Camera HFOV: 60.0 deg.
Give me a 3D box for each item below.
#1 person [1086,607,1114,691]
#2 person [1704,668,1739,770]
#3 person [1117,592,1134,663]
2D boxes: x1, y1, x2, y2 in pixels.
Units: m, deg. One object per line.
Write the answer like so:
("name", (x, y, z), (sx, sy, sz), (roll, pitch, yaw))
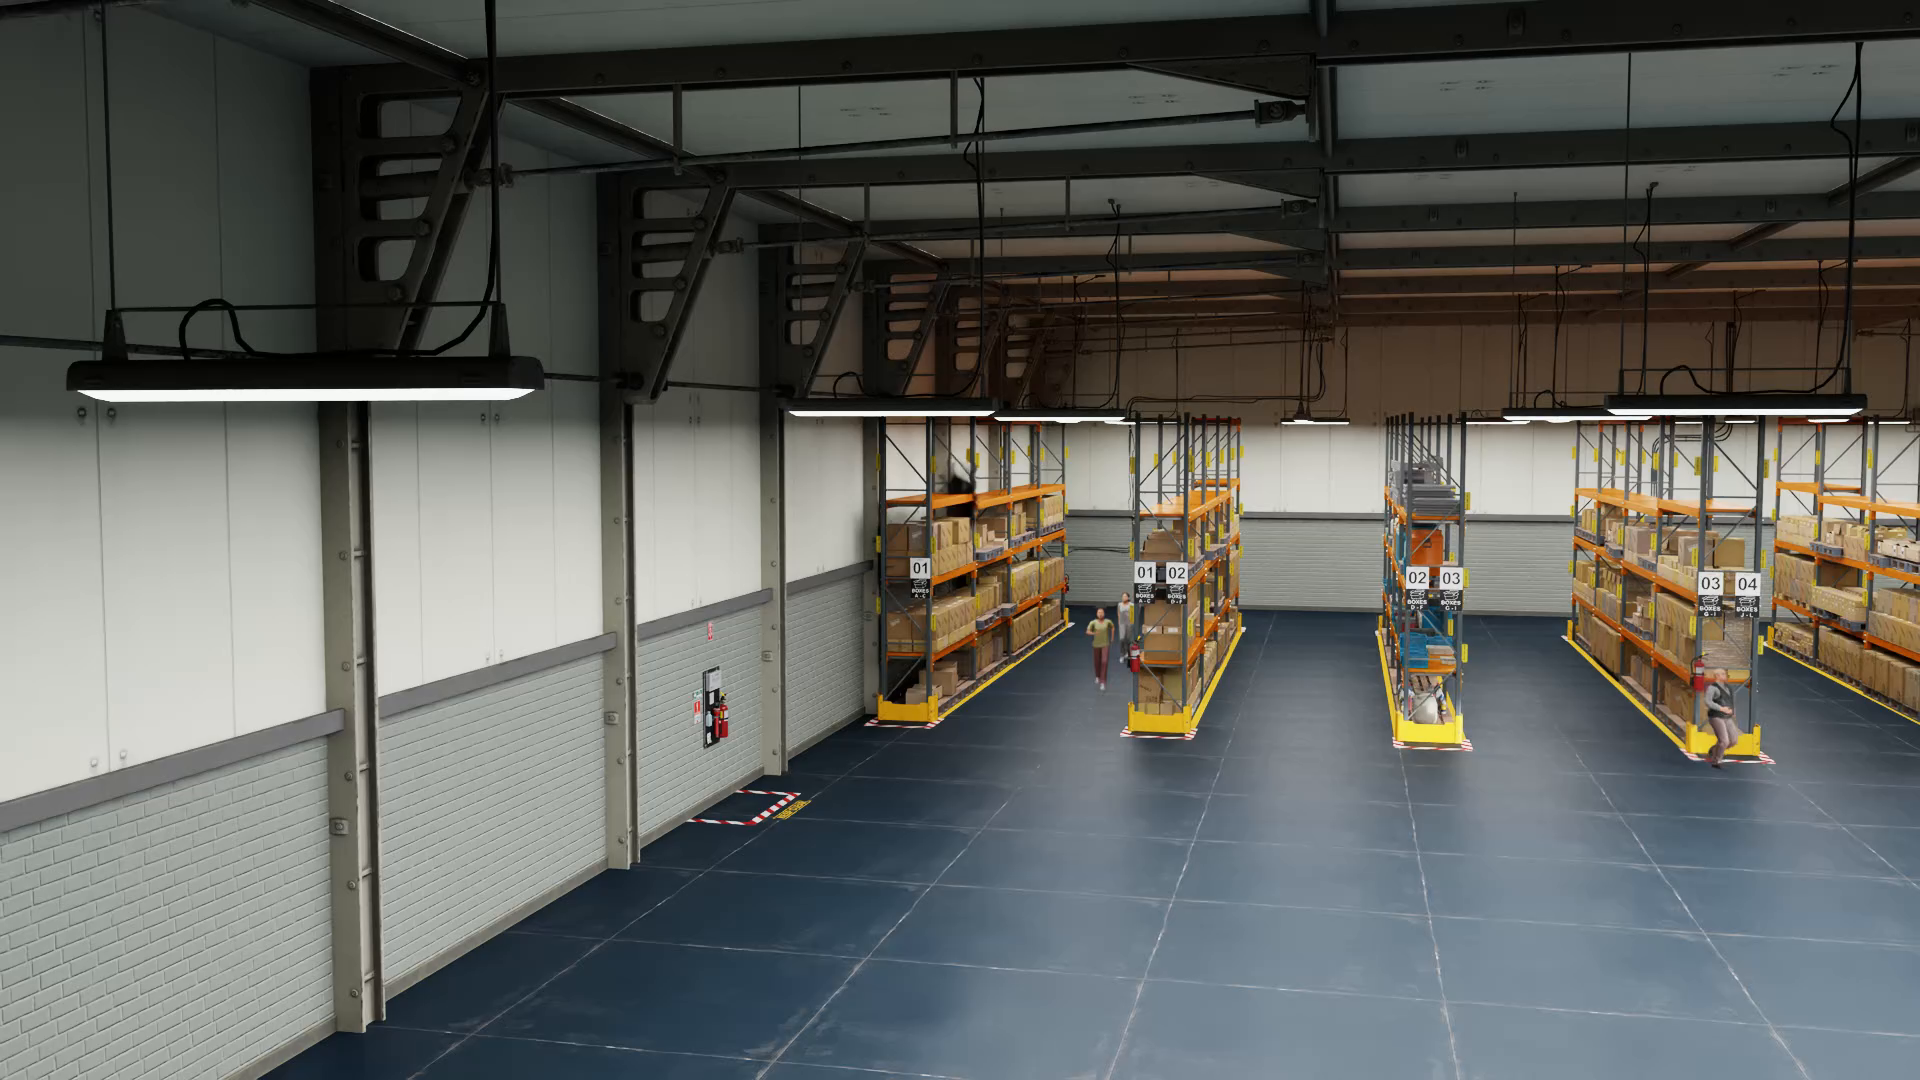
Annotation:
("person", (2.944, 2.251, 34.901), (0.593, 1.697, 0.894), (0, 4, 5))
("person", (12.787, 3.011, 27.892), (0.710, 1.712, 0.569), (-3, 5, -36))
("person", (4.103, 2.133, 40.850), (0.541, 1.725, 0.793), (1, 4, 15))
